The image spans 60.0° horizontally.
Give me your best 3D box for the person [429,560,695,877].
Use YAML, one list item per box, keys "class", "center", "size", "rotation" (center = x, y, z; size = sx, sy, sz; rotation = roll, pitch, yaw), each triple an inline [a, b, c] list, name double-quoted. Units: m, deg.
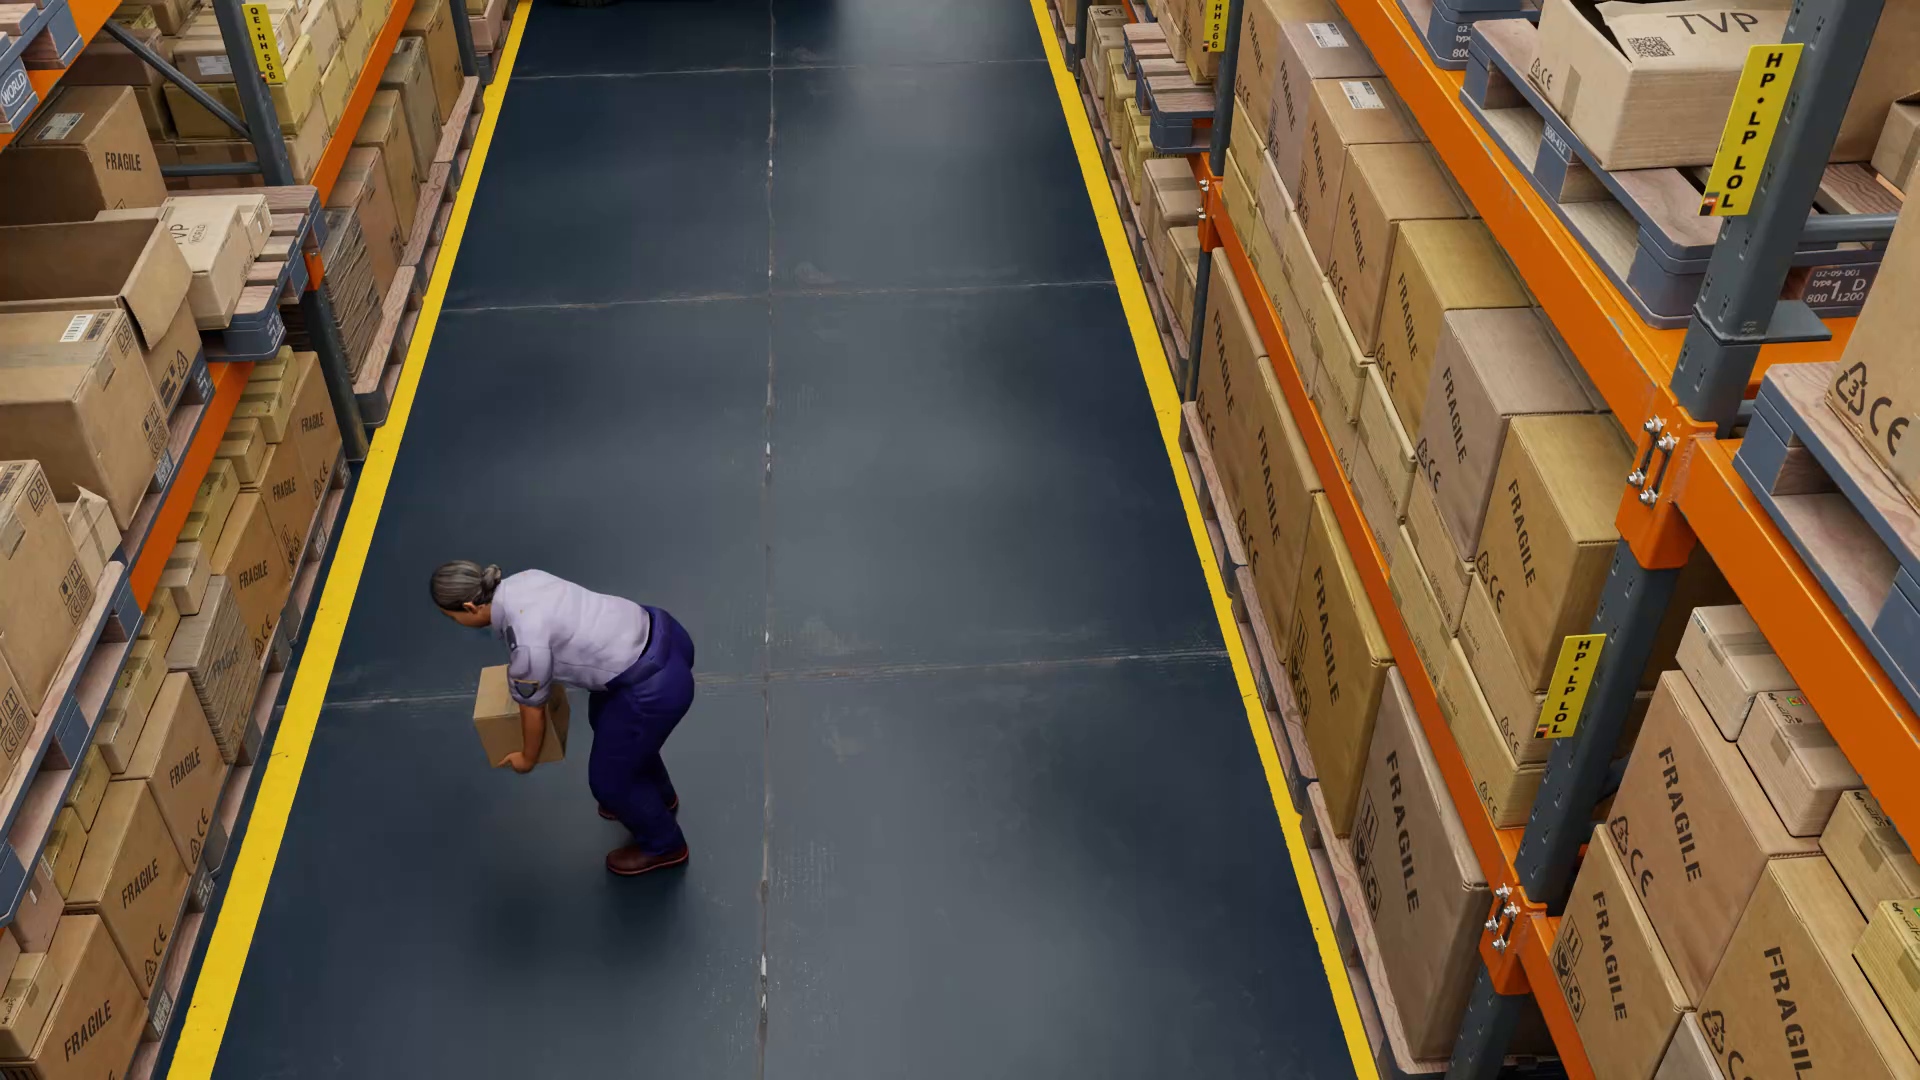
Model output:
- class: "person"
  center: [-1.296, 0.573, 5.707]
  size: [0.794, 1.353, 0.455]
  rotation: [-4, 40, -5]
